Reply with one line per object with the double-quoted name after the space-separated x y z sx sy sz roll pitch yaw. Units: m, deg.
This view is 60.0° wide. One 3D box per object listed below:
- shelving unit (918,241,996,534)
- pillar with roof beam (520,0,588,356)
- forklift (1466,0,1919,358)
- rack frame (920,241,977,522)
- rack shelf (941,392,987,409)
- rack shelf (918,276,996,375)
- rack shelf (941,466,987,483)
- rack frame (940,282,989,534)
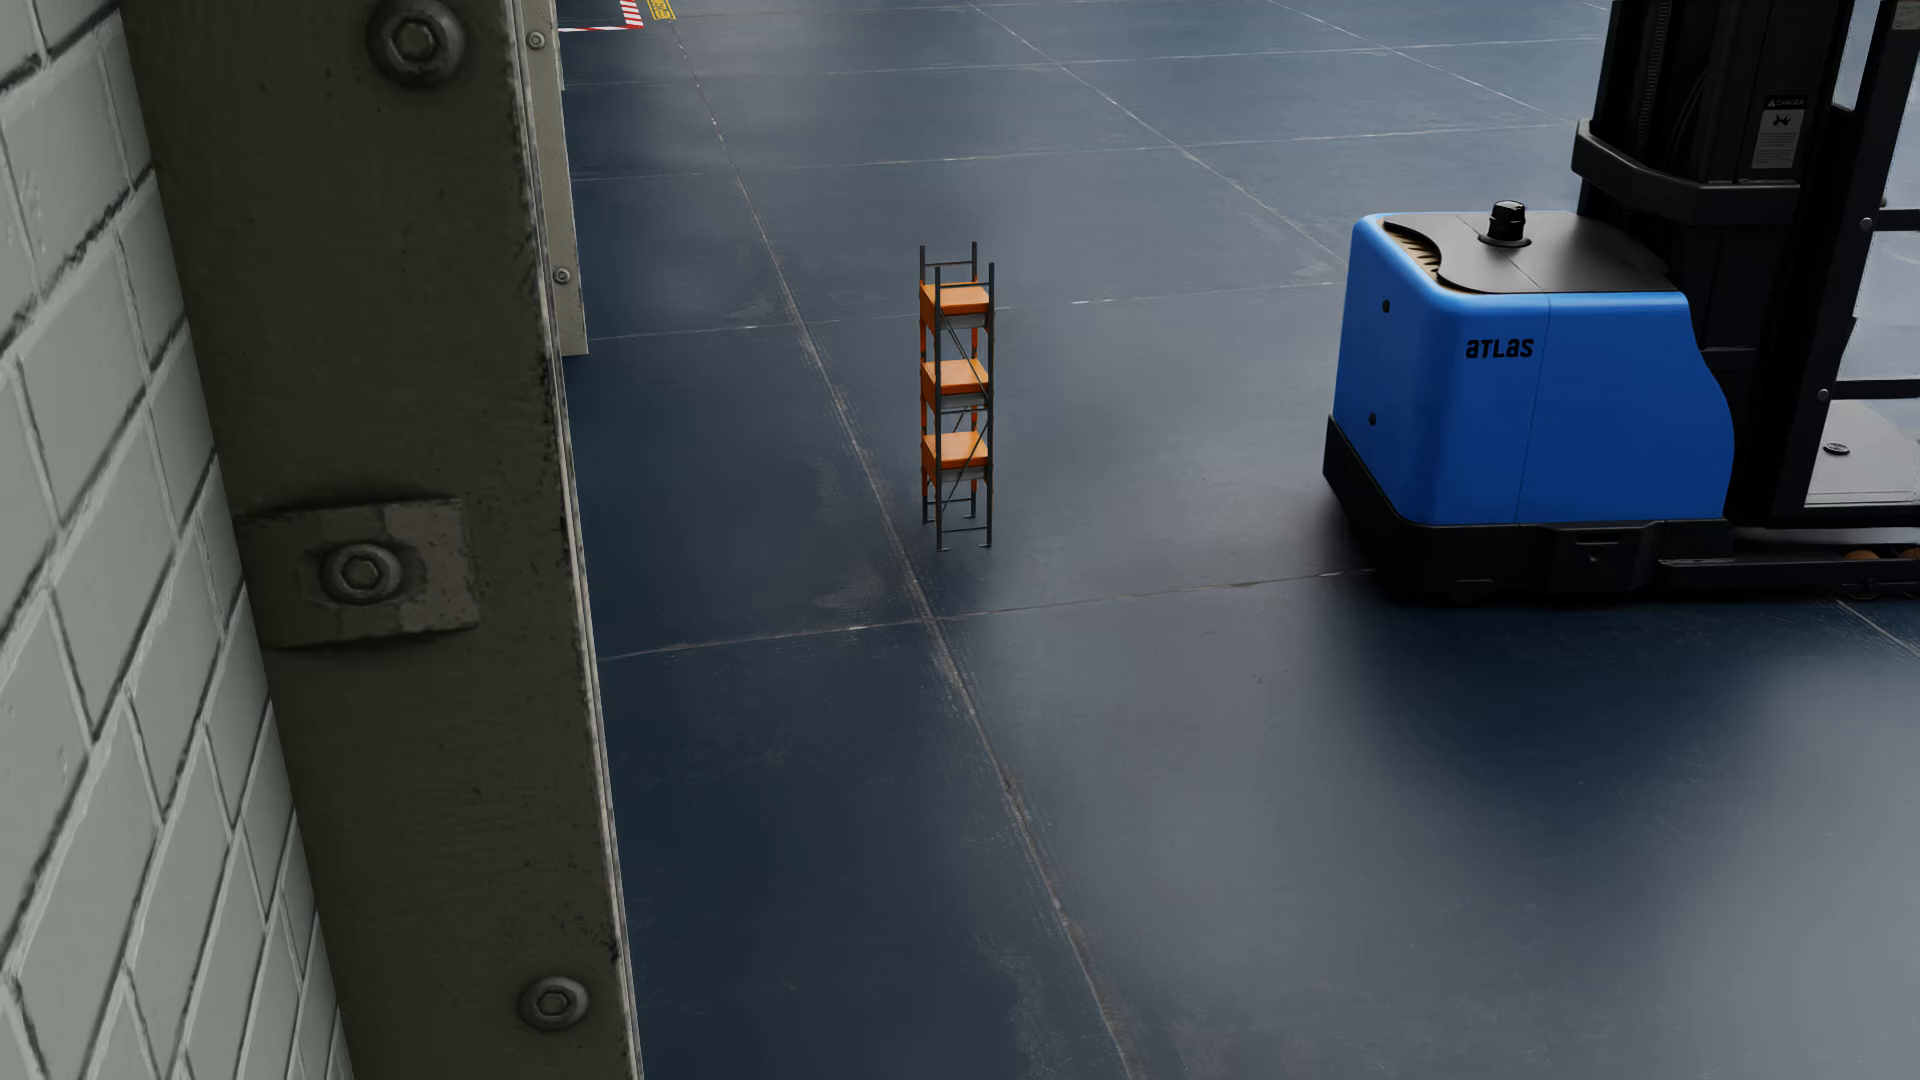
-0.012 -0.493 5.817 0.215 1.050 0.249 -6 27 -12 "shelving unit"
2.273 -5.390 6.697 9.100 9.000 0.400 -6 27 -12 "pillar with roof beam"
11.373 -11.930 26.140 22.640 3.159 46.598 -2 27 -3 "forklift"
-0.040 -0.546 5.922 0.200 1.050 0.008 -6 27 -12 "rack frame"
-0.012 -0.527 5.798 0.166 0.050 0.221 -6 27 -12 "rack shelf"
-0.012 -0.736 5.693 0.215 0.259 0.240 -6 27 -12 "rack shelf"
-0.012 -0.279 5.923 0.166 0.050 0.221 -6 27 -12 "rack shelf"
0.016 -0.439 5.710 0.190 0.915 0.003 -6 27 -12 "rack frame"
